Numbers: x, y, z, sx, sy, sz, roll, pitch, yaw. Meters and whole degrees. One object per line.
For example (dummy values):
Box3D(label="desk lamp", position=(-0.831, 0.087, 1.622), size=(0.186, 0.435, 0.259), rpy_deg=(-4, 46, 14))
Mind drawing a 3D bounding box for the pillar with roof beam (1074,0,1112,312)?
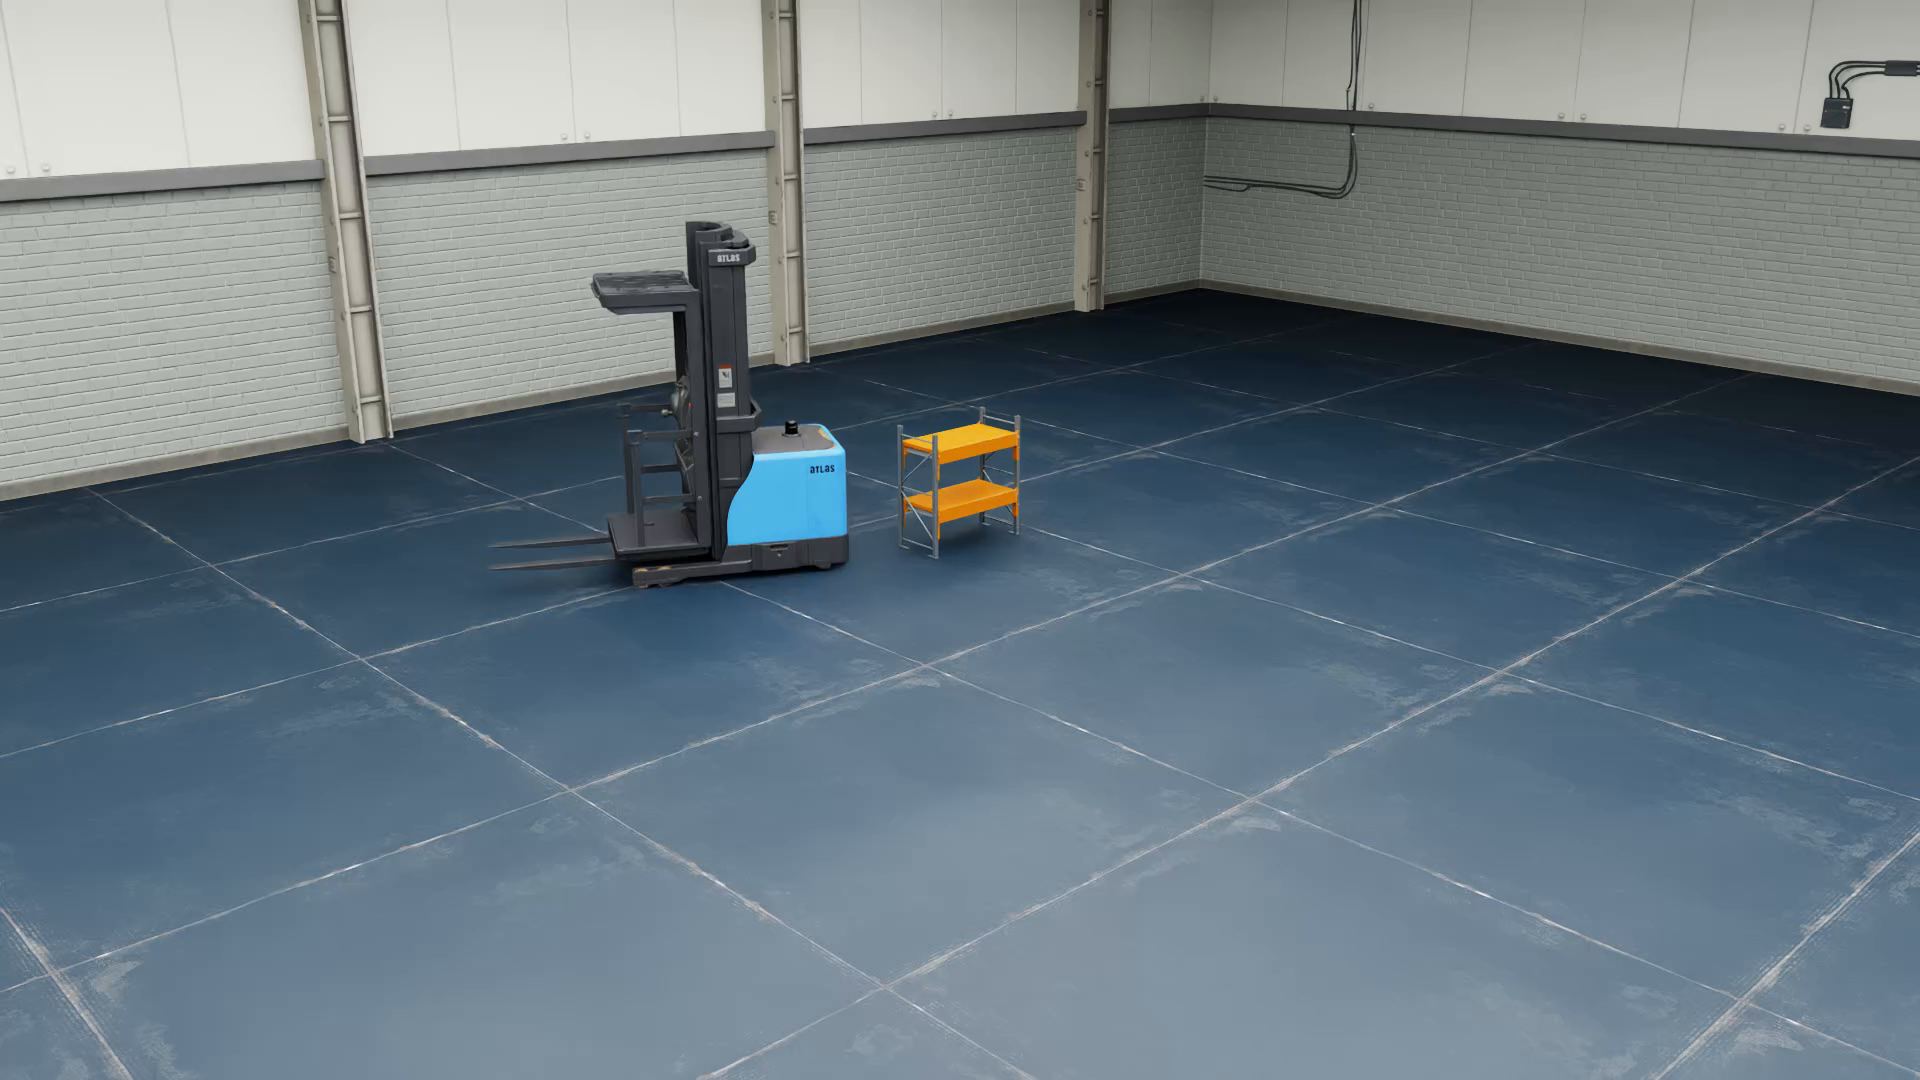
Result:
Box3D(label="pillar with roof beam", position=(5.017, -7.013, 22.290), size=(0.400, 9.000, 9.100), rpy_deg=(-16, 24, -41))

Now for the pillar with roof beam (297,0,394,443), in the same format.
Box3D(label="pillar with roof beam", position=(-3.702, -4.470, 14.448), size=(0.400, 9.000, 9.100), rpy_deg=(-16, 24, -41))

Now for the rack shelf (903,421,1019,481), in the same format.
Box3D(label="rack shelf", position=(-0.005, -0.812, 14.982), size=(1.000, 0.278, 0.538), rpy_deg=(-16, 24, -41))

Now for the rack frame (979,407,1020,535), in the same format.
Box3D(label="rack frame", position=(0.364, -0.641, 15.404), size=(0.032, 1.125, 0.500), rpy_deg=(-16, 24, -41))

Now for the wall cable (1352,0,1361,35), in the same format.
Box3D(label="wall cable", position=(6.968, -8.625, 24.107), size=(0.112, 2.526, 3.097), rpy_deg=(-16, 24, -41))

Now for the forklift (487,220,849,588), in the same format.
Box3D(label="forklift", position=(-2.543, -1.167, 14.098), size=(3.031, 2.935, 1.130), rpy_deg=(-5, 19, -15))

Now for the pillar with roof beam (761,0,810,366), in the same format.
Box3D(label="pillar with roof beam", position=(0.658, -5.742, 18.369), size=(0.400, 9.000, 9.100), rpy_deg=(-16, 24, -41))

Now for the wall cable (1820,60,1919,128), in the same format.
Box3D(label="wall cable", position=(11.620, -7.793, 19.180), size=(0.169, 6.003, 2.305), rpy_deg=(-16, 24, -41))

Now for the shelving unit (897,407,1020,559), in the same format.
Box3D(label="shelving unit", position=(-0.005, -0.534, 15.072), size=(1.048, 1.125, 0.538), rpy_deg=(-16, 24, -41))

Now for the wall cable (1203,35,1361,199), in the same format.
Box3D(label="wall cable", position=(5.109, -6.829, 26.756), size=(0.112, 2.526, 3.097), rpy_deg=(-16, 24, -41))

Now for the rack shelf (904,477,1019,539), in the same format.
Box3D(label="rack shelf", position=(-0.005, -0.301, 15.148), size=(1.000, 0.278, 0.538), rpy_deg=(-16, 24, -41))

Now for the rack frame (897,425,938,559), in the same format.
Box3D(label="rack frame", position=(-0.374, -0.426, 14.740), size=(0.032, 1.125, 0.500), rpy_deg=(-16, 24, -41))
